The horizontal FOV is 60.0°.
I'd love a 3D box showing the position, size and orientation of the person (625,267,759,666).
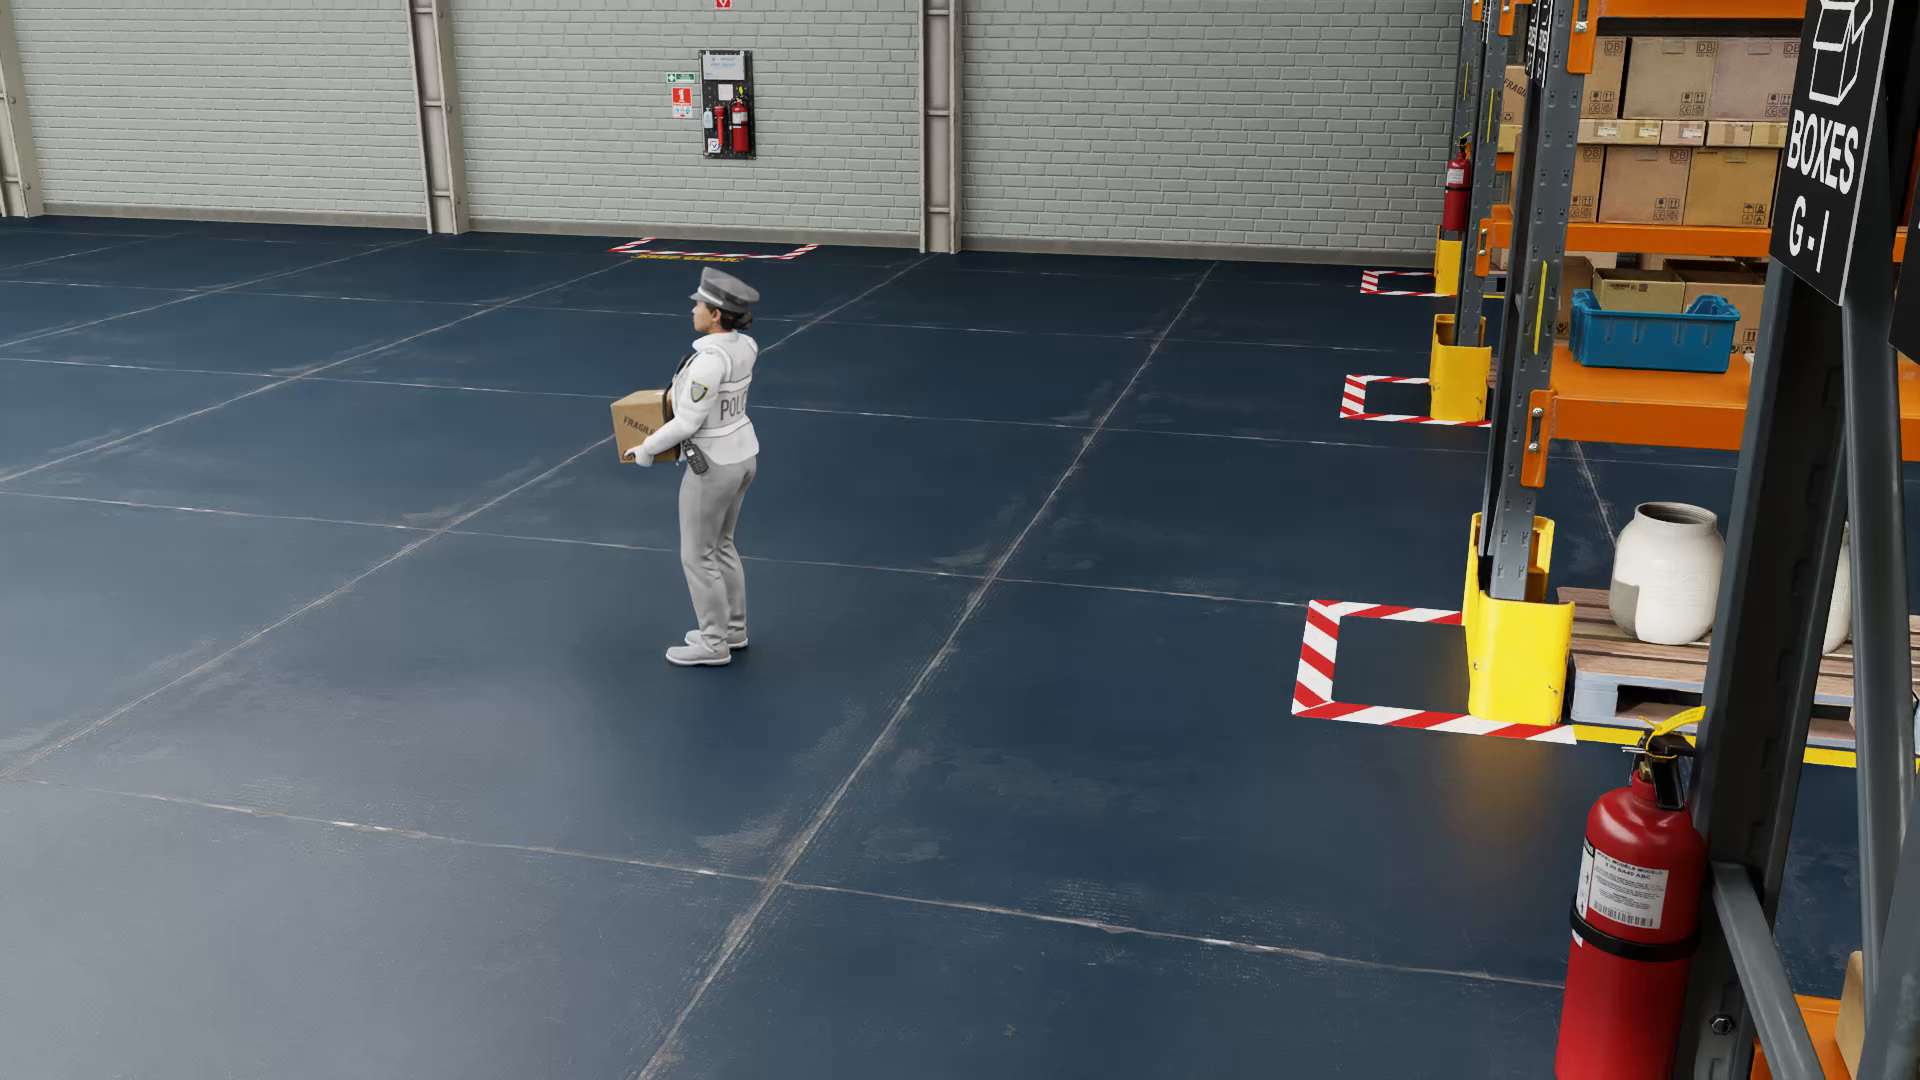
[{"bbox_3d":[-1.076,-0.304,6.935,0.563,1.686,0.453,5,19,14],"label":"person"}]
